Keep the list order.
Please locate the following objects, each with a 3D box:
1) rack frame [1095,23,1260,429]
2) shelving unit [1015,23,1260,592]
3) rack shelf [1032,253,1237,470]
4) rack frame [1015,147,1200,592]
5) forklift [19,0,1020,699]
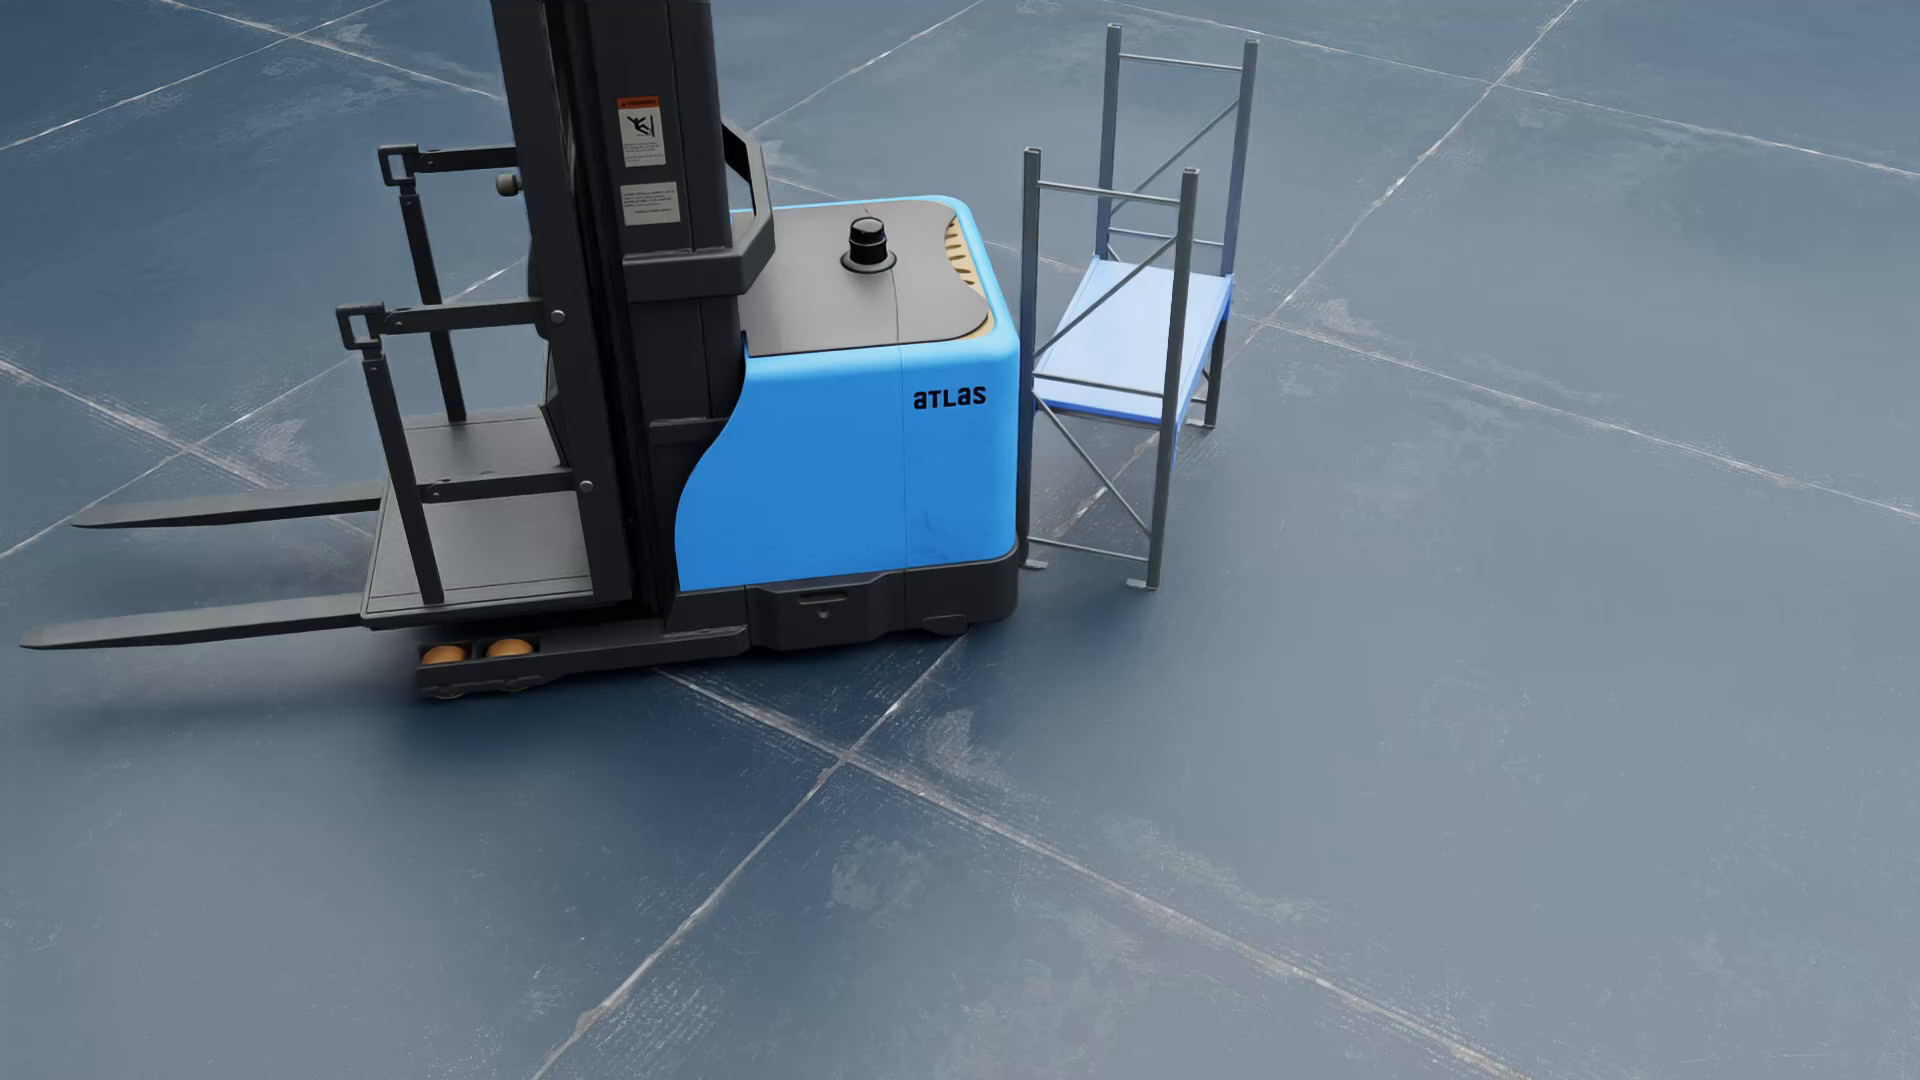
[{"bbox_3d":[0.731,-1.068,5.907,0.500,1.500,0.032,11,39,14],"label":"rack frame"},{"bbox_3d":[0.578,-0.772,5.523,0.538,1.500,1.048,11,39,14],"label":"shelving unit"},{"bbox_3d":[0.578,-0.630,5.633,0.538,0.185,1.000,11,39,14],"label":"rack shelf"},{"bbox_3d":[0.426,-0.476,5.139,0.500,1.500,0.032,11,39,14],"label":"rack frame"},{"bbox_3d":[-1.378,-1.020,4.673,3.031,2.935,1.130,-6,38,-7],"label":"forklift"}]
